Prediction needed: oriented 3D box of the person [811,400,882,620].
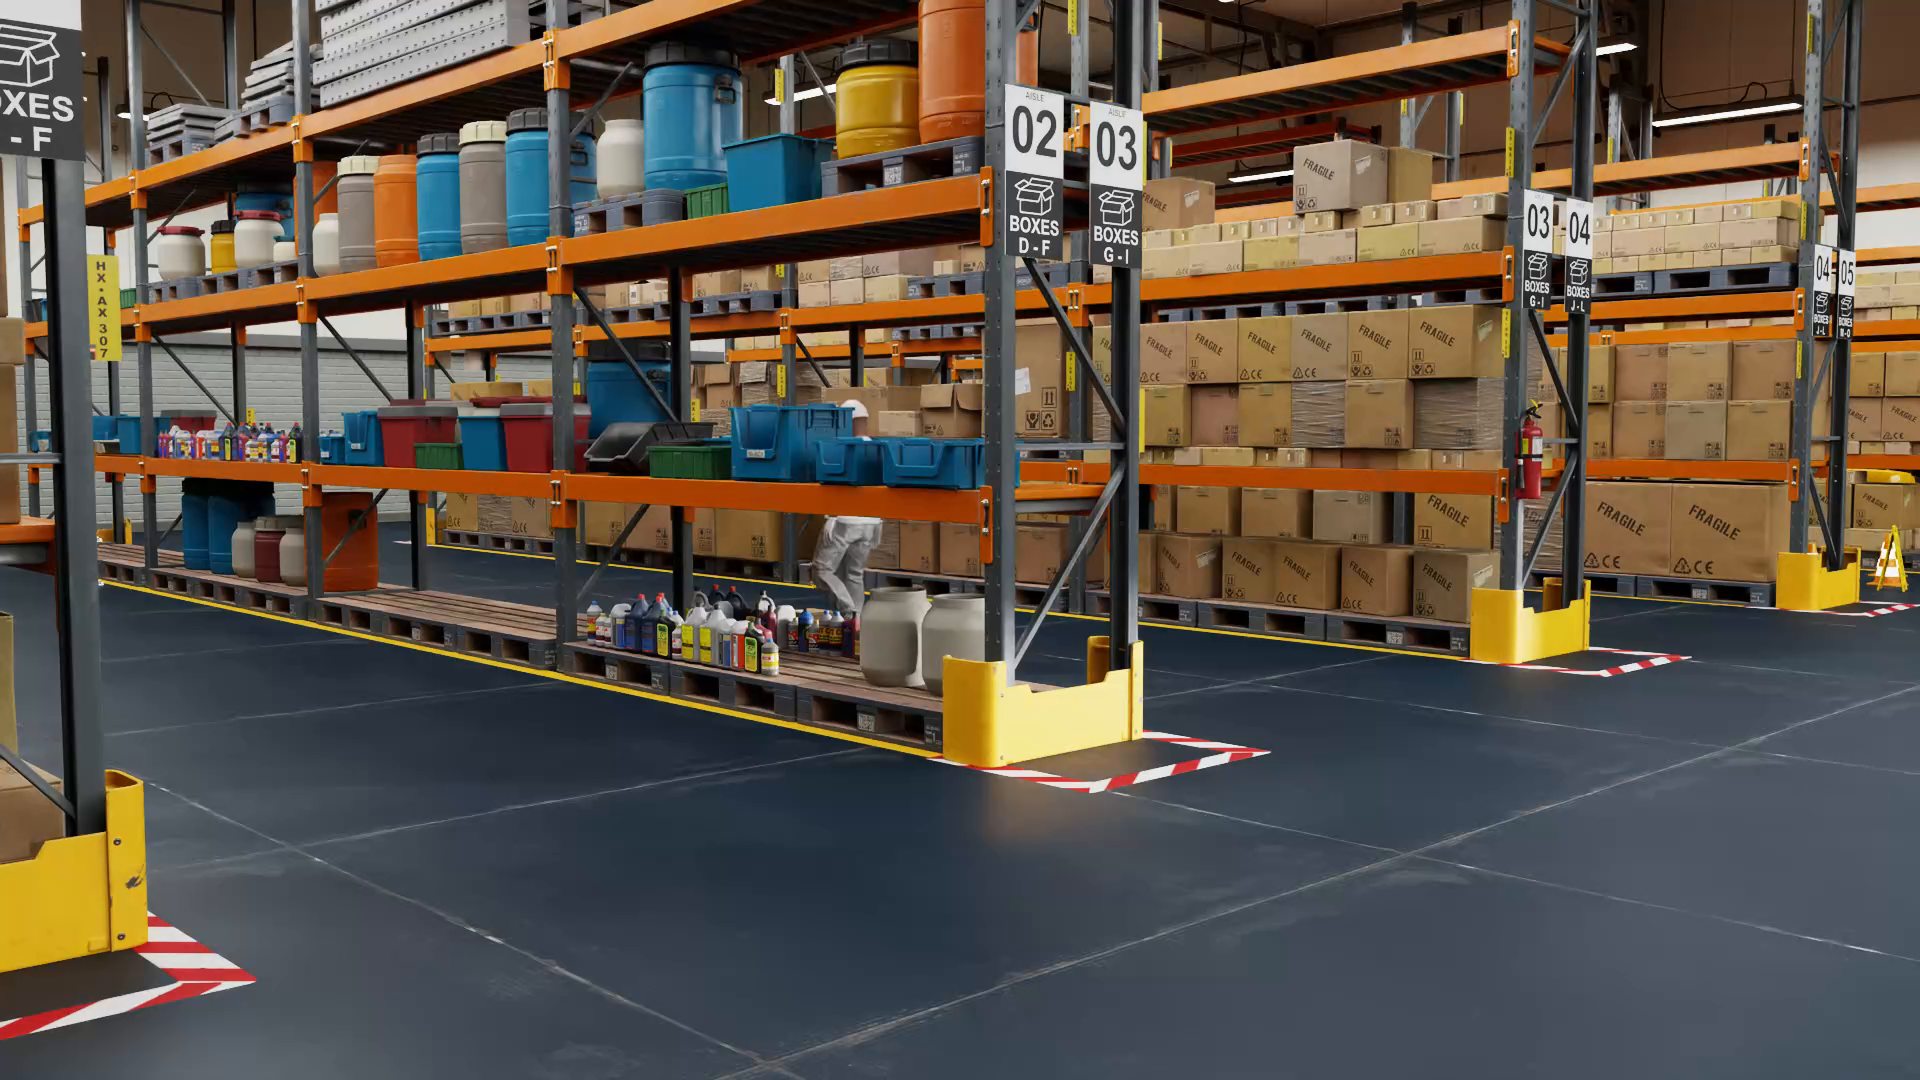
[{"bbox_3d":[-0.816,-0.111,11.927,0.583,1.781,0.595,3,5,36],"label":"person"}]
